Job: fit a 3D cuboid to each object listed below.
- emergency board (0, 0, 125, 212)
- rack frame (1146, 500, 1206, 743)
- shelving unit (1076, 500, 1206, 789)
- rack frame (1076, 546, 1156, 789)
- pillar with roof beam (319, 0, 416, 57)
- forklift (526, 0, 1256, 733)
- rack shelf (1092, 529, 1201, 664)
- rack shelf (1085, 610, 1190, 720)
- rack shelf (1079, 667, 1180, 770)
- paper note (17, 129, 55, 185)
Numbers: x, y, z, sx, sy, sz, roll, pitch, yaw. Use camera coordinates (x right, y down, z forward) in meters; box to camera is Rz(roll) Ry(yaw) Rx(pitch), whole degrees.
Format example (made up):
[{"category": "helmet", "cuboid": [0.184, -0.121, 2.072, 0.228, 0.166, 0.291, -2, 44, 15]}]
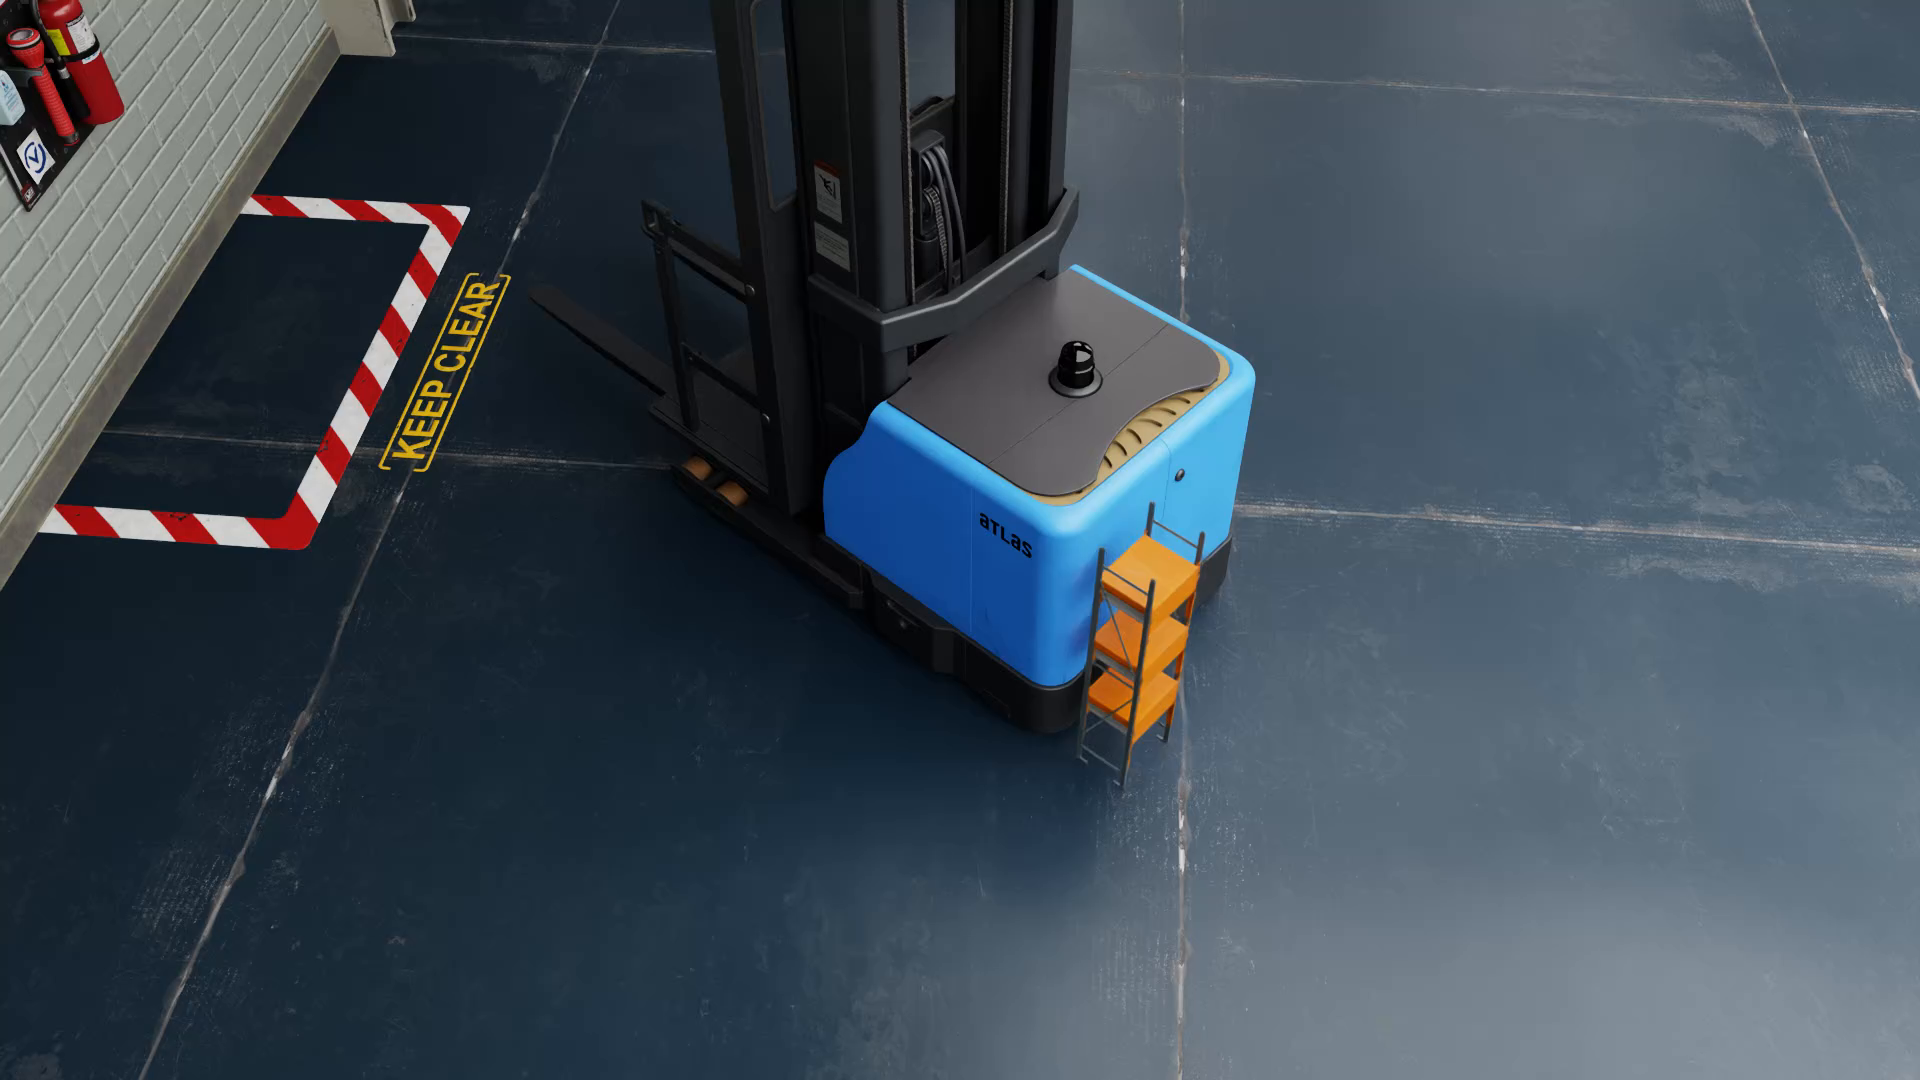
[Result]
[{"category": "emergency board", "cuboid": [-3.305, -1.830, 5.891, 0.194, 1.169, 0.643, 4, 48, 4]}, {"category": "rack frame", "cuboid": [0.633, 0.285, 5.275, 0.200, 1.050, 0.008, 33, 55, 26]}, {"category": "shelving unit", "cuboid": [0.553, 0.353, 5.213, 0.215, 1.050, 0.252, 33, 55, 26]}, {"category": "rack frame", "cuboid": [0.473, 0.421, 5.150, 0.200, 1.050, 0.008, 33, 55, 26]}, {"category": "pillar with roof beam", "cuboid": [1.246, -5.379, 5.071, 9.100, 9.000, 0.400, 4, 48, 4]}, {"category": "forklift", "cuboid": [-0.460, -1.302, 5.454, 3.031, 2.935, 1.130, 34, 56, 27]}, {"category": "rack shelf", "cuboid": [0.557, 0.170, 5.010, 0.215, 0.259, 0.240, 33, 55, 26]}, {"category": "rack shelf", "cuboid": [0.553, 0.360, 5.221, 0.215, 0.259, 0.240, 33, 55, 26]}, {"category": "rack shelf", "cuboid": [0.550, 0.546, 5.427, 0.215, 0.259, 0.240, 33, 55, 26]}, {"category": "paper note", "cuboid": [-3.390, -1.408, 6.102, 0.016, 0.148, 0.142, 4, 48, 4]}]
